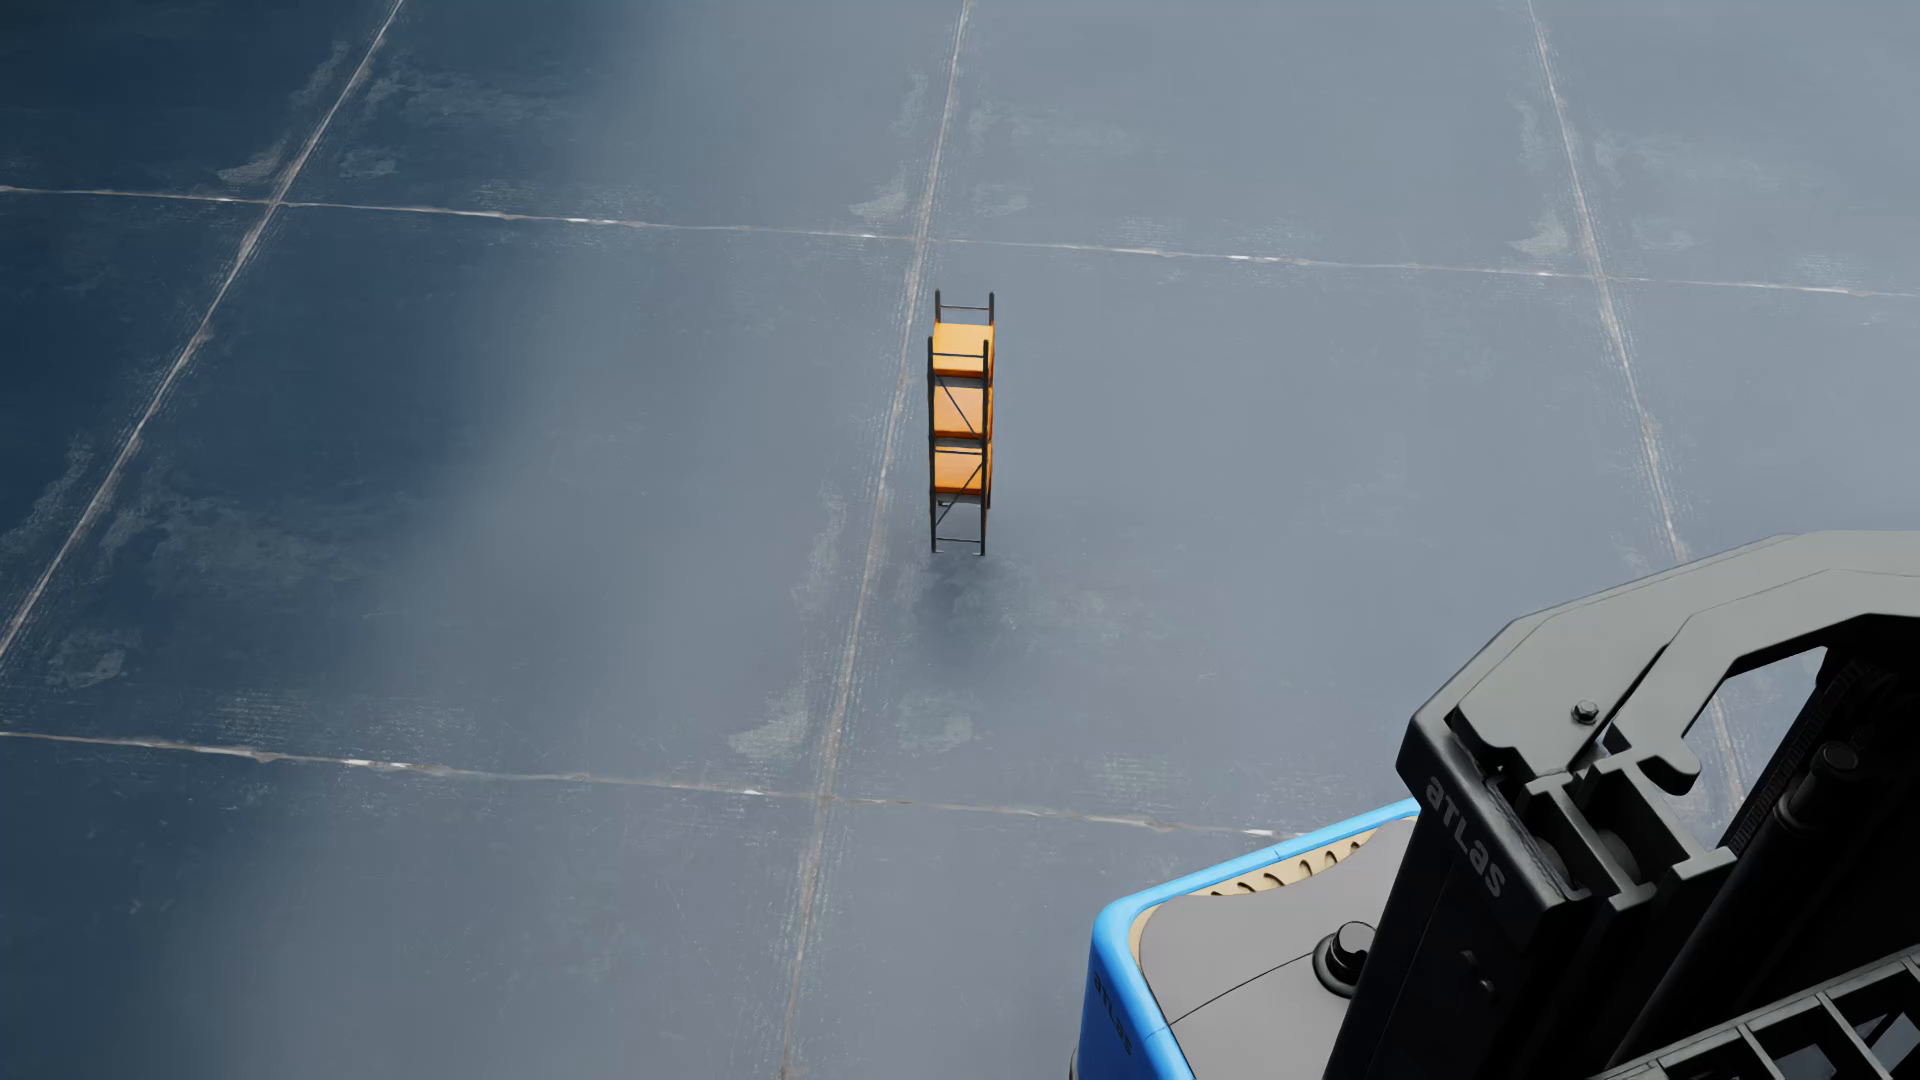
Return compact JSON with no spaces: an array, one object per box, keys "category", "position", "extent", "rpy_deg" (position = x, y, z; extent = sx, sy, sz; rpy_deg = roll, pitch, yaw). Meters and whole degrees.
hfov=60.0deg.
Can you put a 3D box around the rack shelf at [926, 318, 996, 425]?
[{"category":"rack shelf","position":[0.005,-0.578,5.697],"extent":[0.215,0.259,0.240],"rpy_deg":[4,48,4]}]

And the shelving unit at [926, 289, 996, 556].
[{"category":"shelving unit","position":[0.005,-0.394,5.899],"extent":[0.215,1.050,0.252],"rpy_deg":[4,48,4]}]

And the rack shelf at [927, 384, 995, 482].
[{"category":"rack shelf","position":[0.005,-0.386,5.906],"extent":[0.215,0.259,0.240],"rpy_deg":[4,48,4]}]

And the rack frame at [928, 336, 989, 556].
[{"category":"rack frame","position":[-0.006,-0.304,5.817],"extent":[0.200,1.050,0.008],"rpy_deg":[4,48,4]}]

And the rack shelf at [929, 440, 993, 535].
[{"category":"rack shelf","position":[0.005,-0.199,6.111],"extent":[0.215,0.259,0.240],"rpy_deg":[4,48,4]}]

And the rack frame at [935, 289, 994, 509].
[{"category":"rack frame","position":[0.016,-0.483,5.981],"extent":[0.200,1.050,0.008],"rpy_deg":[4,48,4]}]

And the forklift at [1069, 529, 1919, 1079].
[{"category":"forklift","position":[1.303,1.511,2.881],"extent":[1.130,2.935,3.031],"rpy_deg":[-16,50,-14]}]
